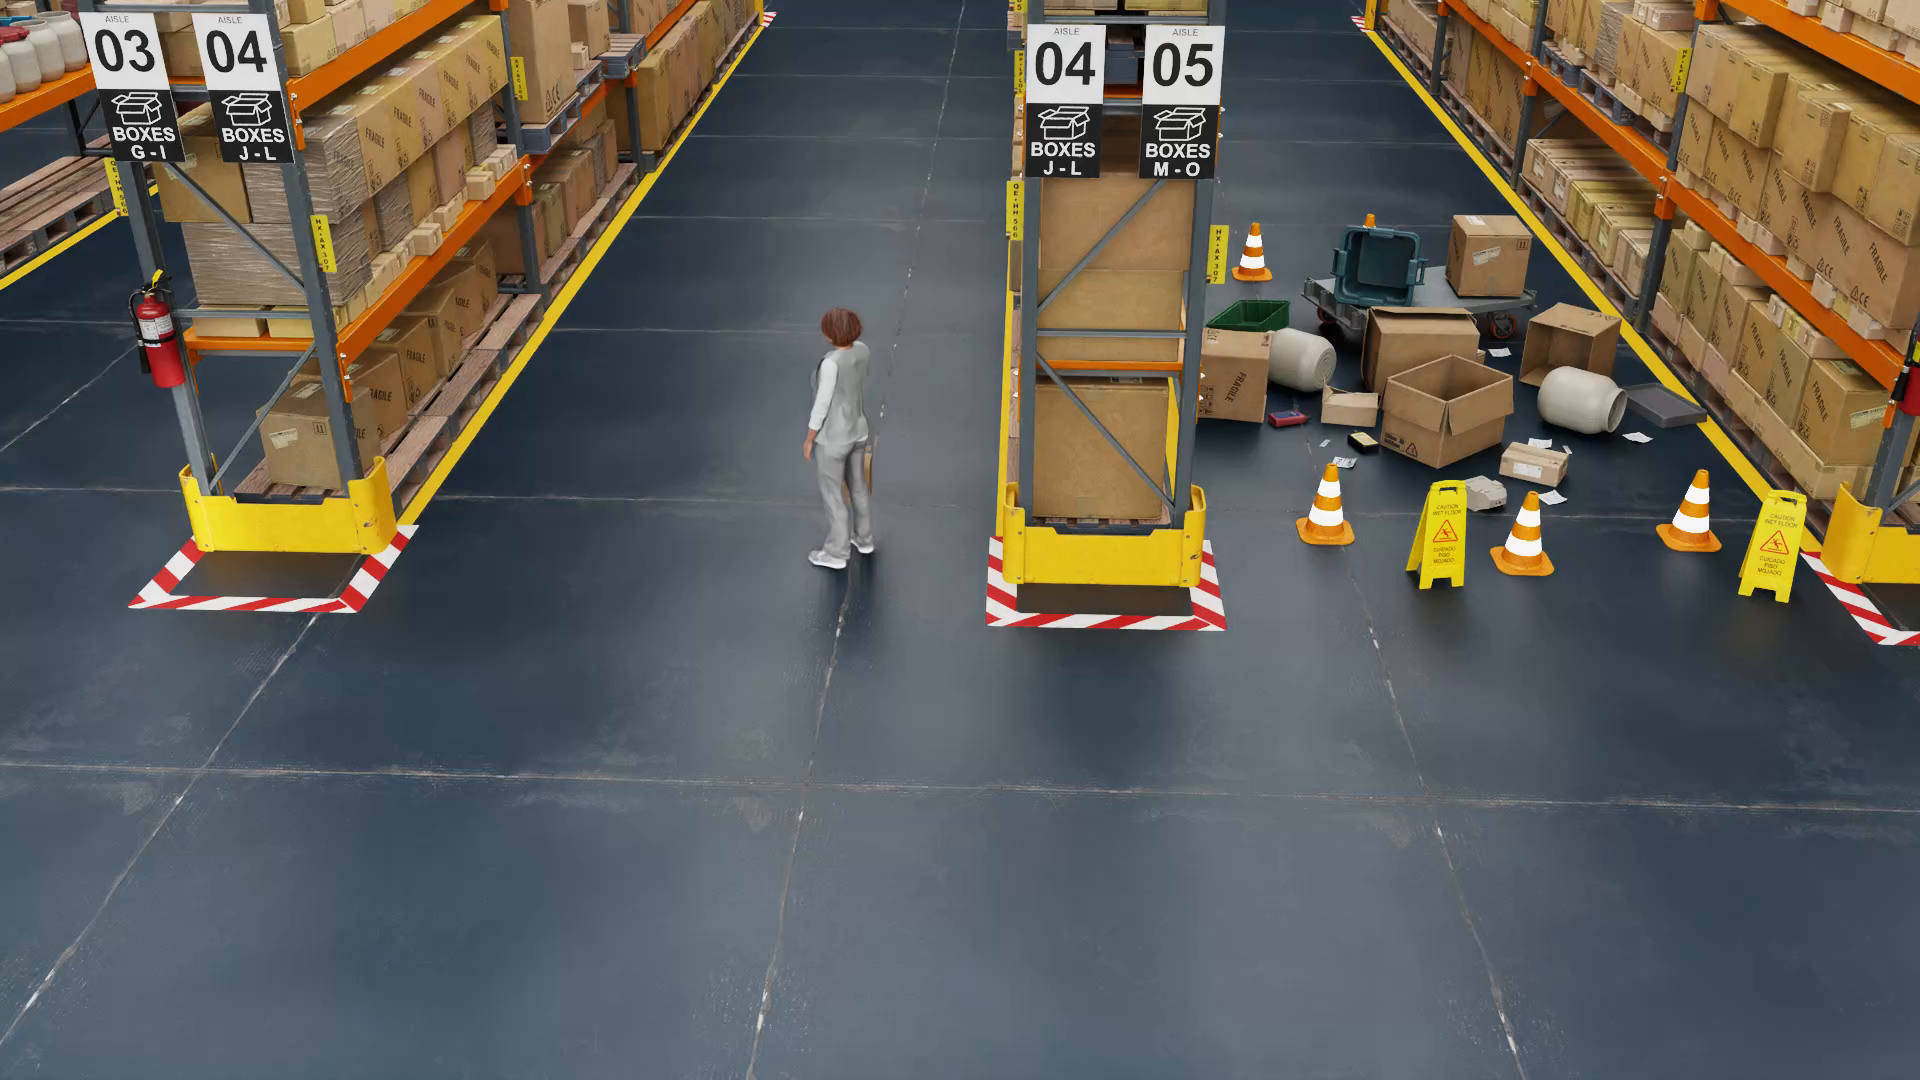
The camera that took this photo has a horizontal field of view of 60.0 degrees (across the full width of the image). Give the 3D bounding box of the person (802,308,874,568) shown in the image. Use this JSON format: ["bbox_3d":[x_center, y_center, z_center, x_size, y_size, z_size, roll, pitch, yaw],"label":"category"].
[{"bbox_3d":[-0.705,-0.608,9.711,0.352,1.607,0.500,18,33,30],"label":"person"}]
